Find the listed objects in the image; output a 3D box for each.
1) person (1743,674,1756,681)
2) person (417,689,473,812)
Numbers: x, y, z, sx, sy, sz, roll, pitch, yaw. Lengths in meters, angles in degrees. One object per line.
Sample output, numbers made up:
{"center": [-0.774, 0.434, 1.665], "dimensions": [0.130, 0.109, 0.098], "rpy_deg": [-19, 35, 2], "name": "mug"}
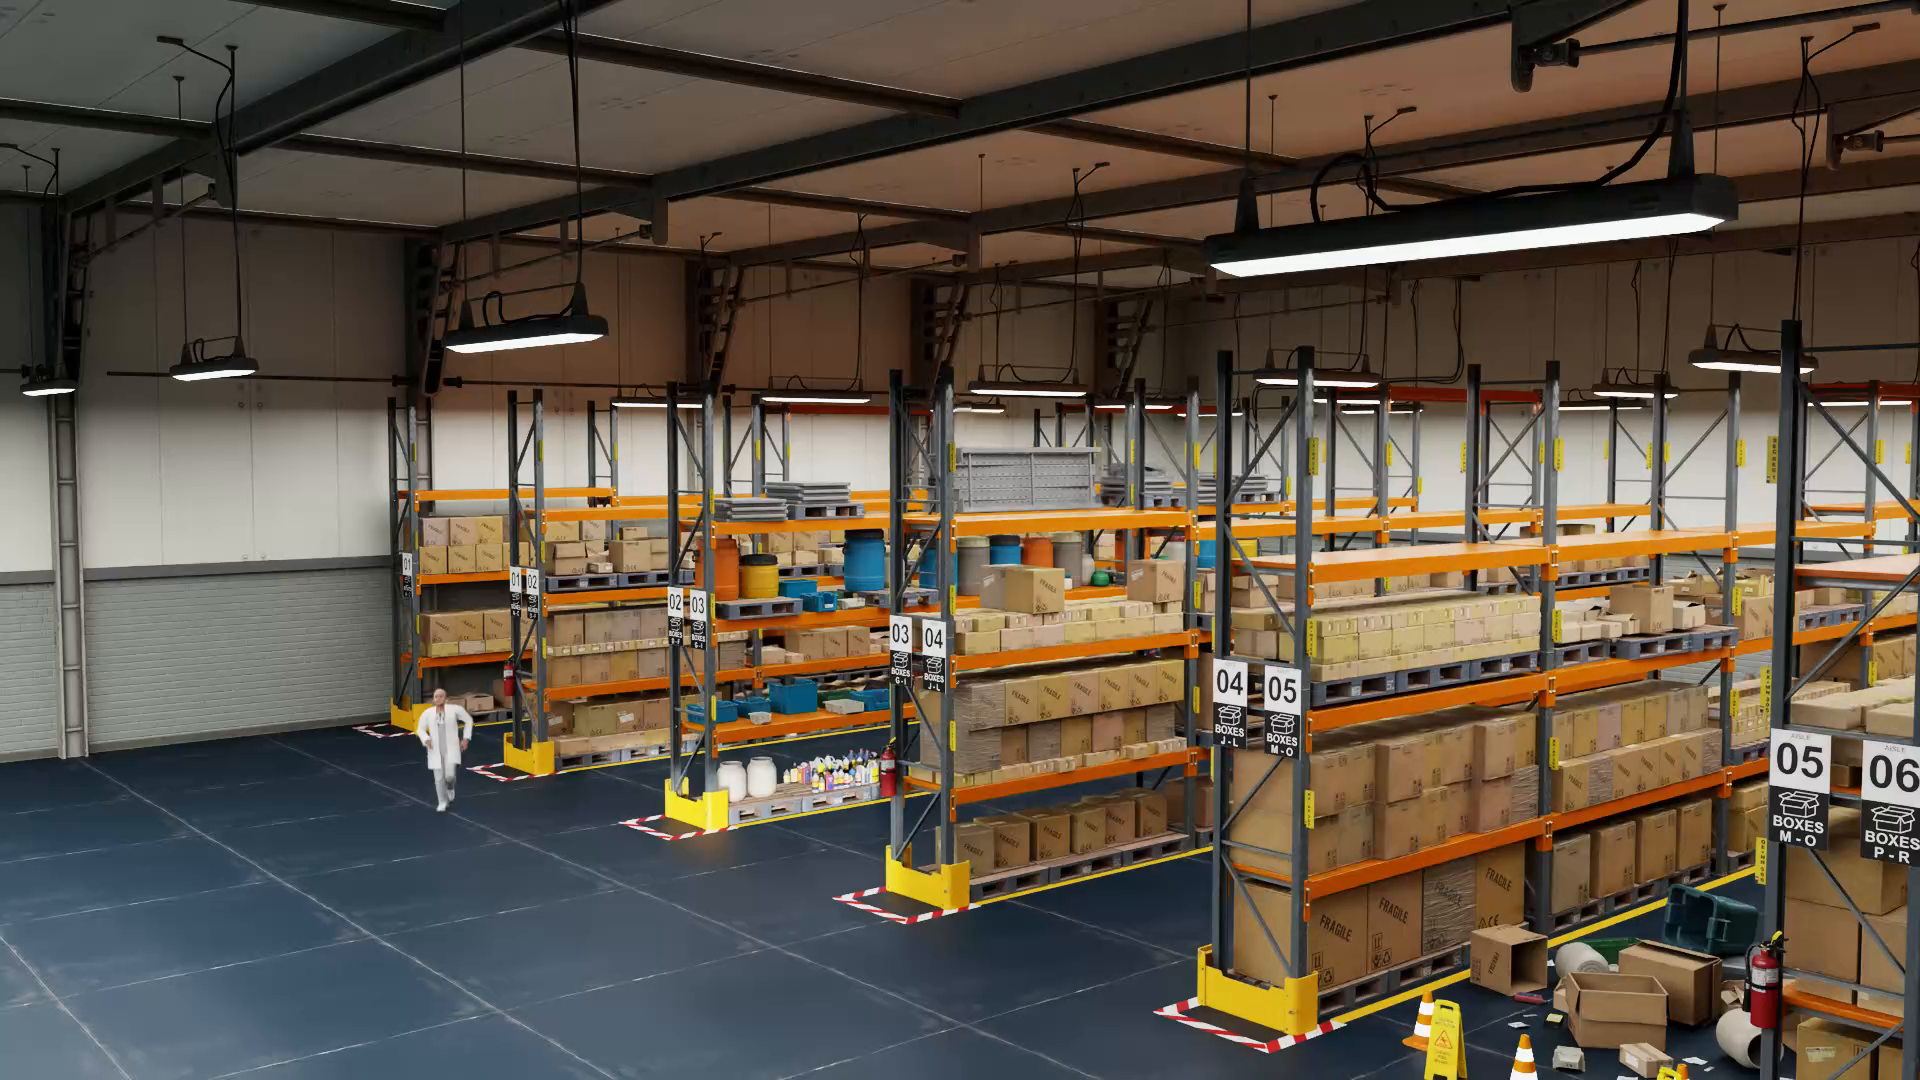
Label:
{"center": [12.013, 2.851, 25.216], "dimensions": [0.859, 1.641, 0.548], "rpy_deg": [-2, 4, -31], "name": "person"}
{"center": [-7.204, 2.942, 23.211], "dimensions": [0.732, 1.734, 0.692], "rpy_deg": [-1, 3, -9], "name": "person"}
